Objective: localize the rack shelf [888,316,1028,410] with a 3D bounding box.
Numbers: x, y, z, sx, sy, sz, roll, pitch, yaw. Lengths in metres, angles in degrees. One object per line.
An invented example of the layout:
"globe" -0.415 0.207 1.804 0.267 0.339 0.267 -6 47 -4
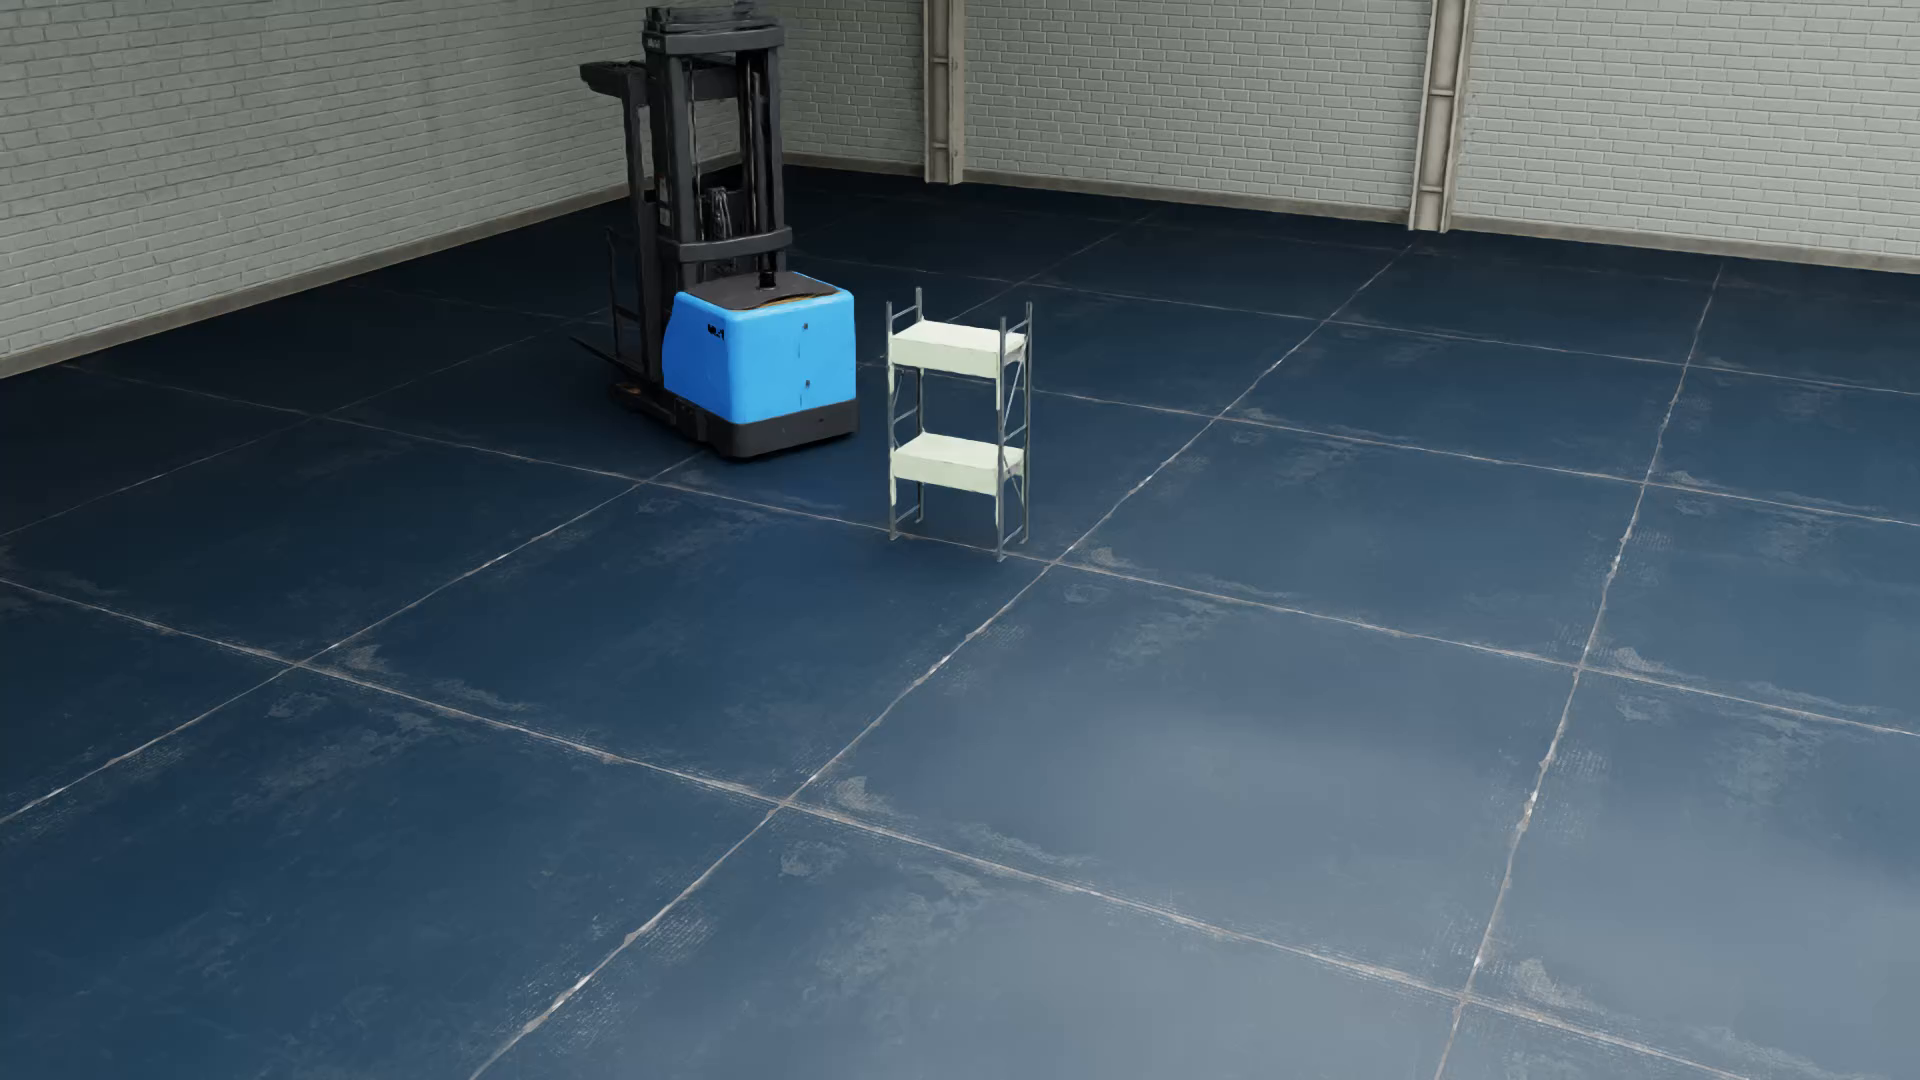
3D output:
"rack shelf" -0.006 -1.050 9.807 0.720 0.370 0.431 11 25 25

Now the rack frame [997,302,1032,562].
"rack frame" 0.321 -0.627 9.807 0.023 1.500 0.400 11 25 25

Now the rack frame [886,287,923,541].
"rack frame" -0.333 -0.756 10.111 0.023 1.500 0.400 11 25 25

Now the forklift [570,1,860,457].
"forklift" -2.014 -2.427 12.213 1.130 2.935 3.031 -17 28 -34

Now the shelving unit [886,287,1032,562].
"shelving unit" -0.006 -0.691 9.959 0.755 1.500 0.431 11 25 25

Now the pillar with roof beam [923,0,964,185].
"pillar with roof beam" -2.141 -7.116 15.485 0.400 9.000 9.100 11 25 25

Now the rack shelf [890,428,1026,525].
"rack shelf" -0.006 -0.391 10.087 0.720 0.370 0.431 11 25 25

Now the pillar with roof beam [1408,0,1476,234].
"pillar with roof beam" 3.214 -6.057 12.993 0.400 9.000 9.100 11 25 25
